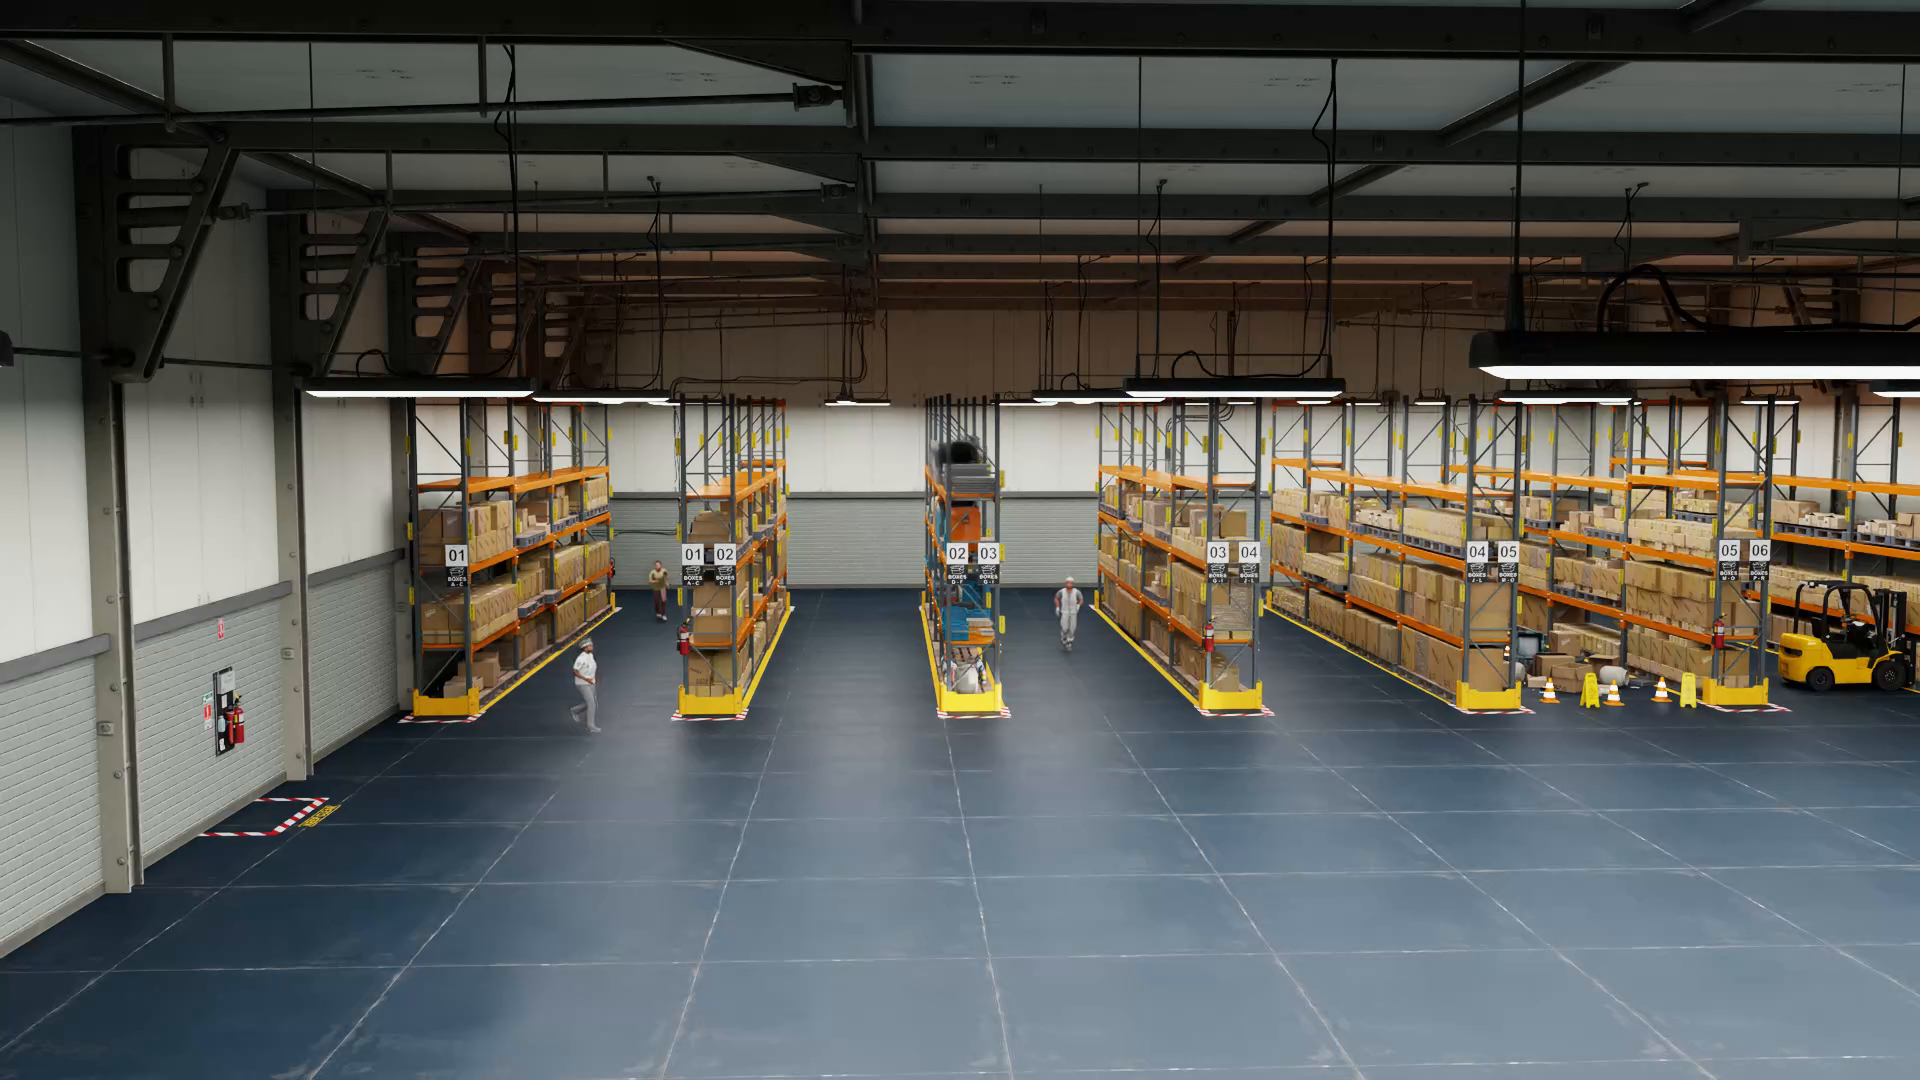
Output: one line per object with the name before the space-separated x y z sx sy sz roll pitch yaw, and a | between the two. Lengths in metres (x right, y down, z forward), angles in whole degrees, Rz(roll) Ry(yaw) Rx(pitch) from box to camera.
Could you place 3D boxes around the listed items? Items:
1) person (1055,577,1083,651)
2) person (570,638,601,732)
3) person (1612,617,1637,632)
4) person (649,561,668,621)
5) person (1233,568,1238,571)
person | 2.579 1.748 39.106 0.653 1.756 0.641 0 5 0
person | -6.700 2.570 29.545 0.633 1.683 0.581 1 5 15
person | 16.271 1.681 40.563 0.597 1.685 0.978 -1 5 -7
person | -8.151 1.352 44.997 0.520 1.615 0.914 -1 5 -12
person | 7.742 1.131 47.846 0.598 1.668 0.899 3 5 30
